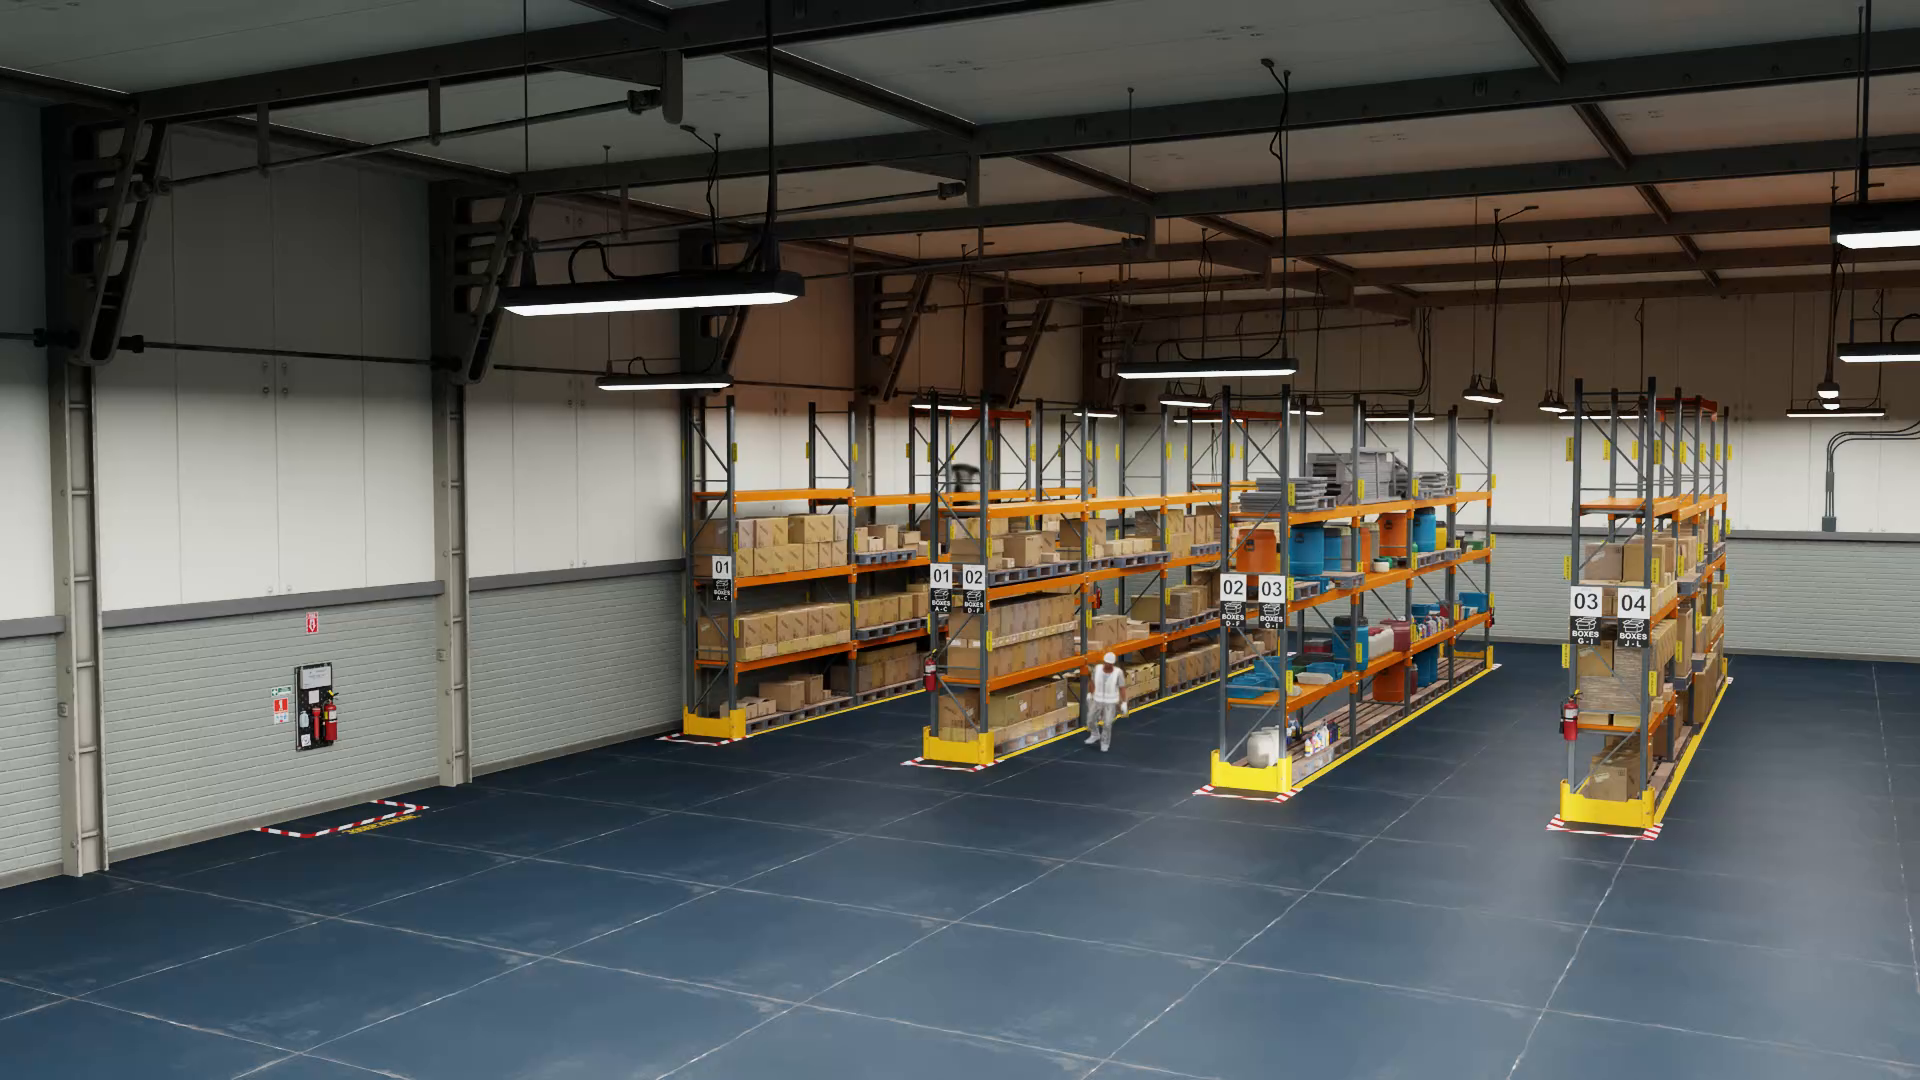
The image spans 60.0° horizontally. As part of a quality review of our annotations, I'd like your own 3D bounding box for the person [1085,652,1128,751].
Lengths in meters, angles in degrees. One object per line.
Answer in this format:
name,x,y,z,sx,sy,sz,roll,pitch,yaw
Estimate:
person,2.429,2.681,27.703,0.808,1.696,0.690,1,3,19
